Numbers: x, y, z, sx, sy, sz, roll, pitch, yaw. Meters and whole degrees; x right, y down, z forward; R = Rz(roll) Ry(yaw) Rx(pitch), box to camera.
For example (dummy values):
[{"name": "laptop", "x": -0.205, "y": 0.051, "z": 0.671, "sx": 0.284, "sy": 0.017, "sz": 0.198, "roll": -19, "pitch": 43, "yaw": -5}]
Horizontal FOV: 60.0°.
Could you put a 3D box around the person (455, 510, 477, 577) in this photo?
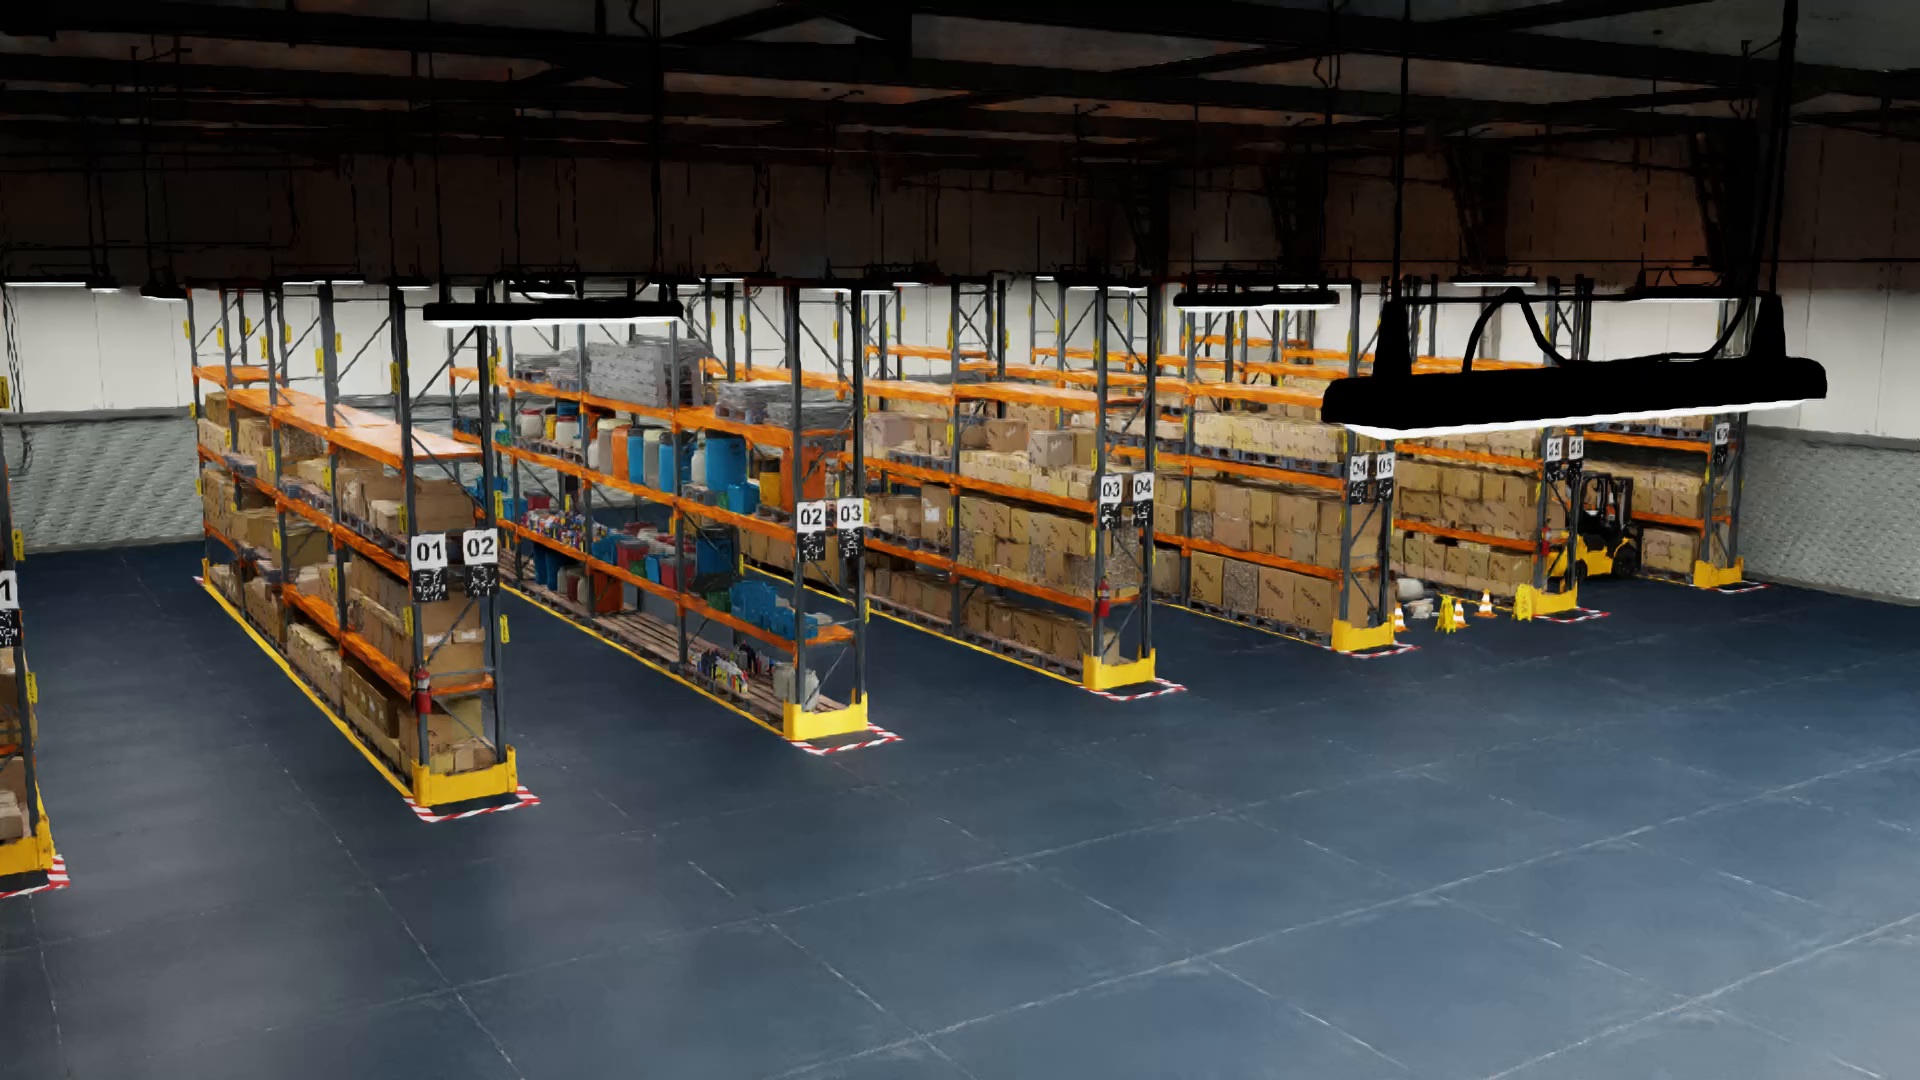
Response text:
[{"name": "person", "x": -10.045, "y": -0.119, "z": 33.635, "sx": 0.533, "sy": 1.658, "sz": 1.040, "roll": -4, "pitch": 10, "yaw": -23}]

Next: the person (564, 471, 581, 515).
[{"name": "person", "x": -9.383, "y": -1.209, "z": 40.090, "sx": 0.572, "sy": 1.707, "sz": 0.563, "roll": 1, "pitch": 10, "yaw": 4}]

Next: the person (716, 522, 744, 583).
[{"name": "person", "x": -4.253, "y": 0.460, "z": 30.151, "sx": 0.573, "sy": 1.631, "sz": 0.451, "roll": 6, "pitch": 11, "yaw": 32}]
